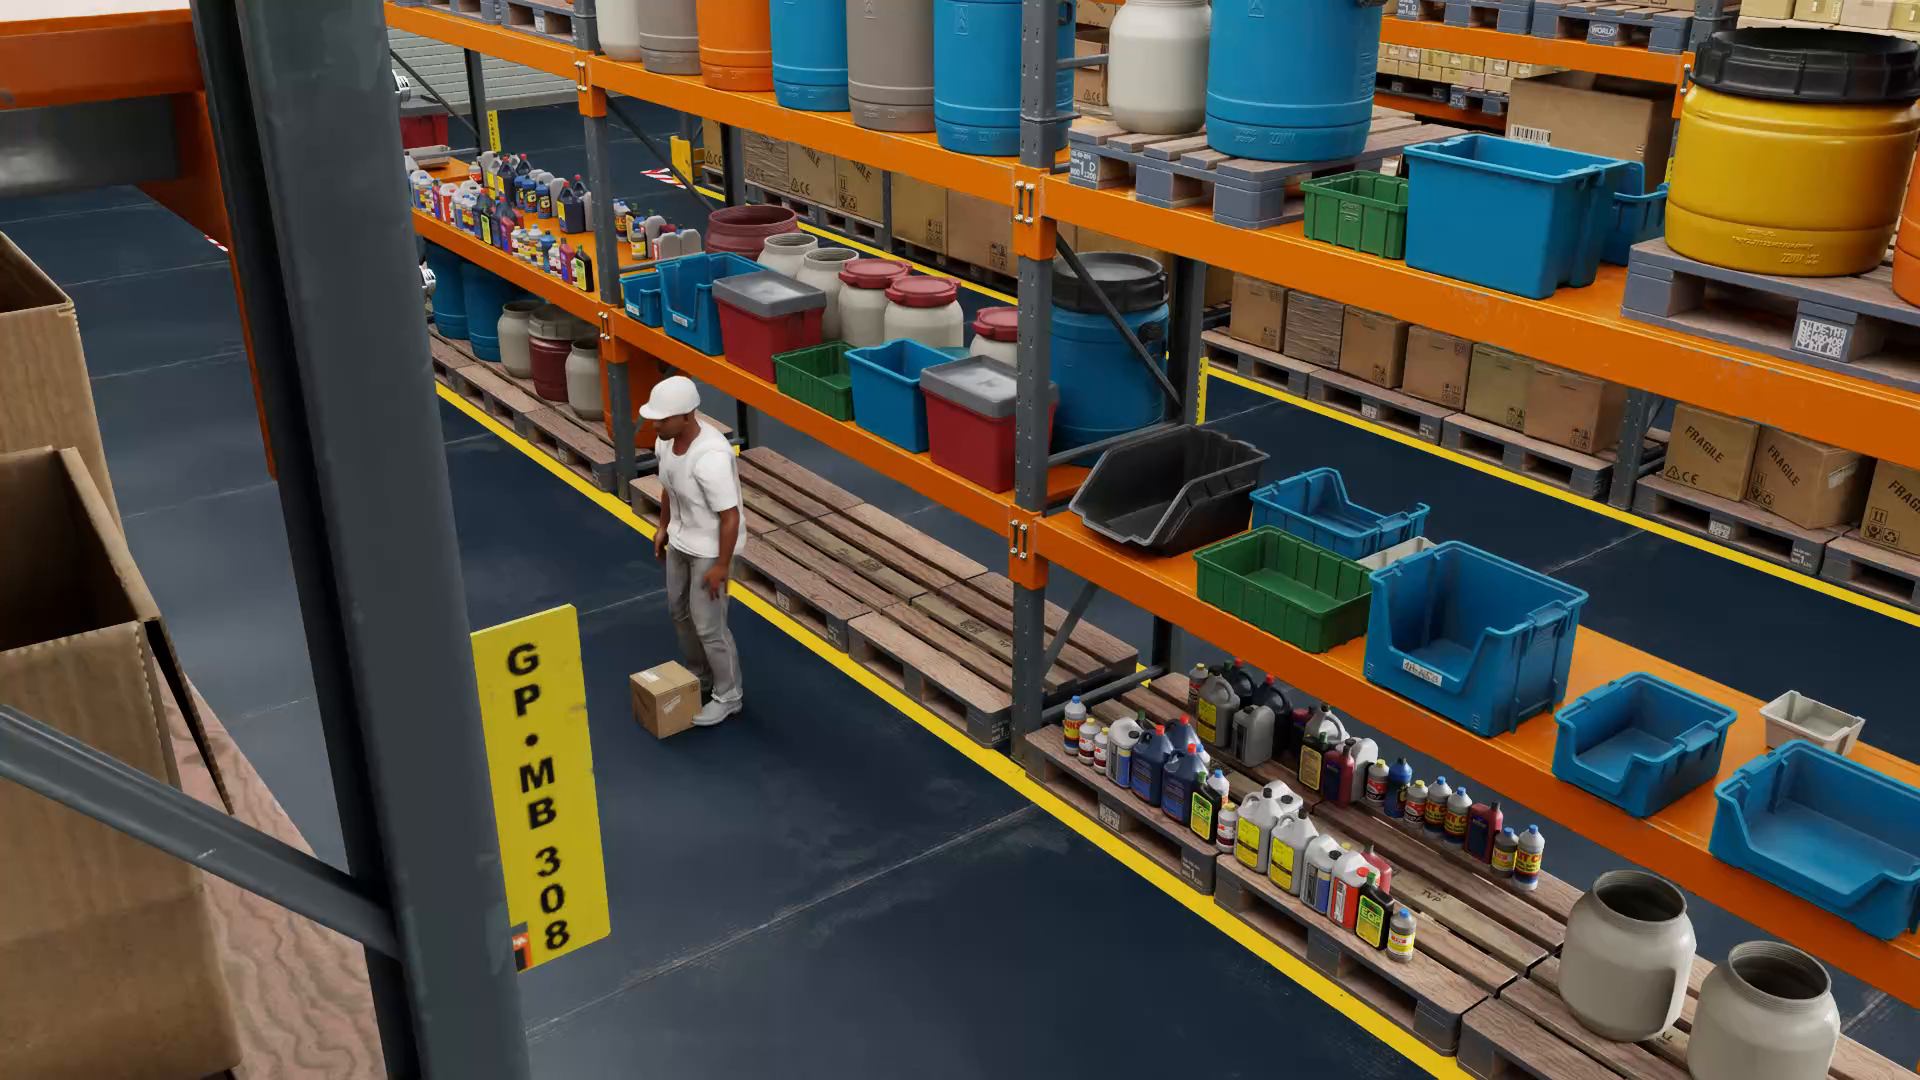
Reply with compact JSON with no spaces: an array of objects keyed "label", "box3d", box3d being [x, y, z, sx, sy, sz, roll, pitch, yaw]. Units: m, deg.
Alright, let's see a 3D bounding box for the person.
[{"label":"person","box3d":[-1.276,0.036,8.004,0.456,1.761,0.627,-18,30,-34]}]
